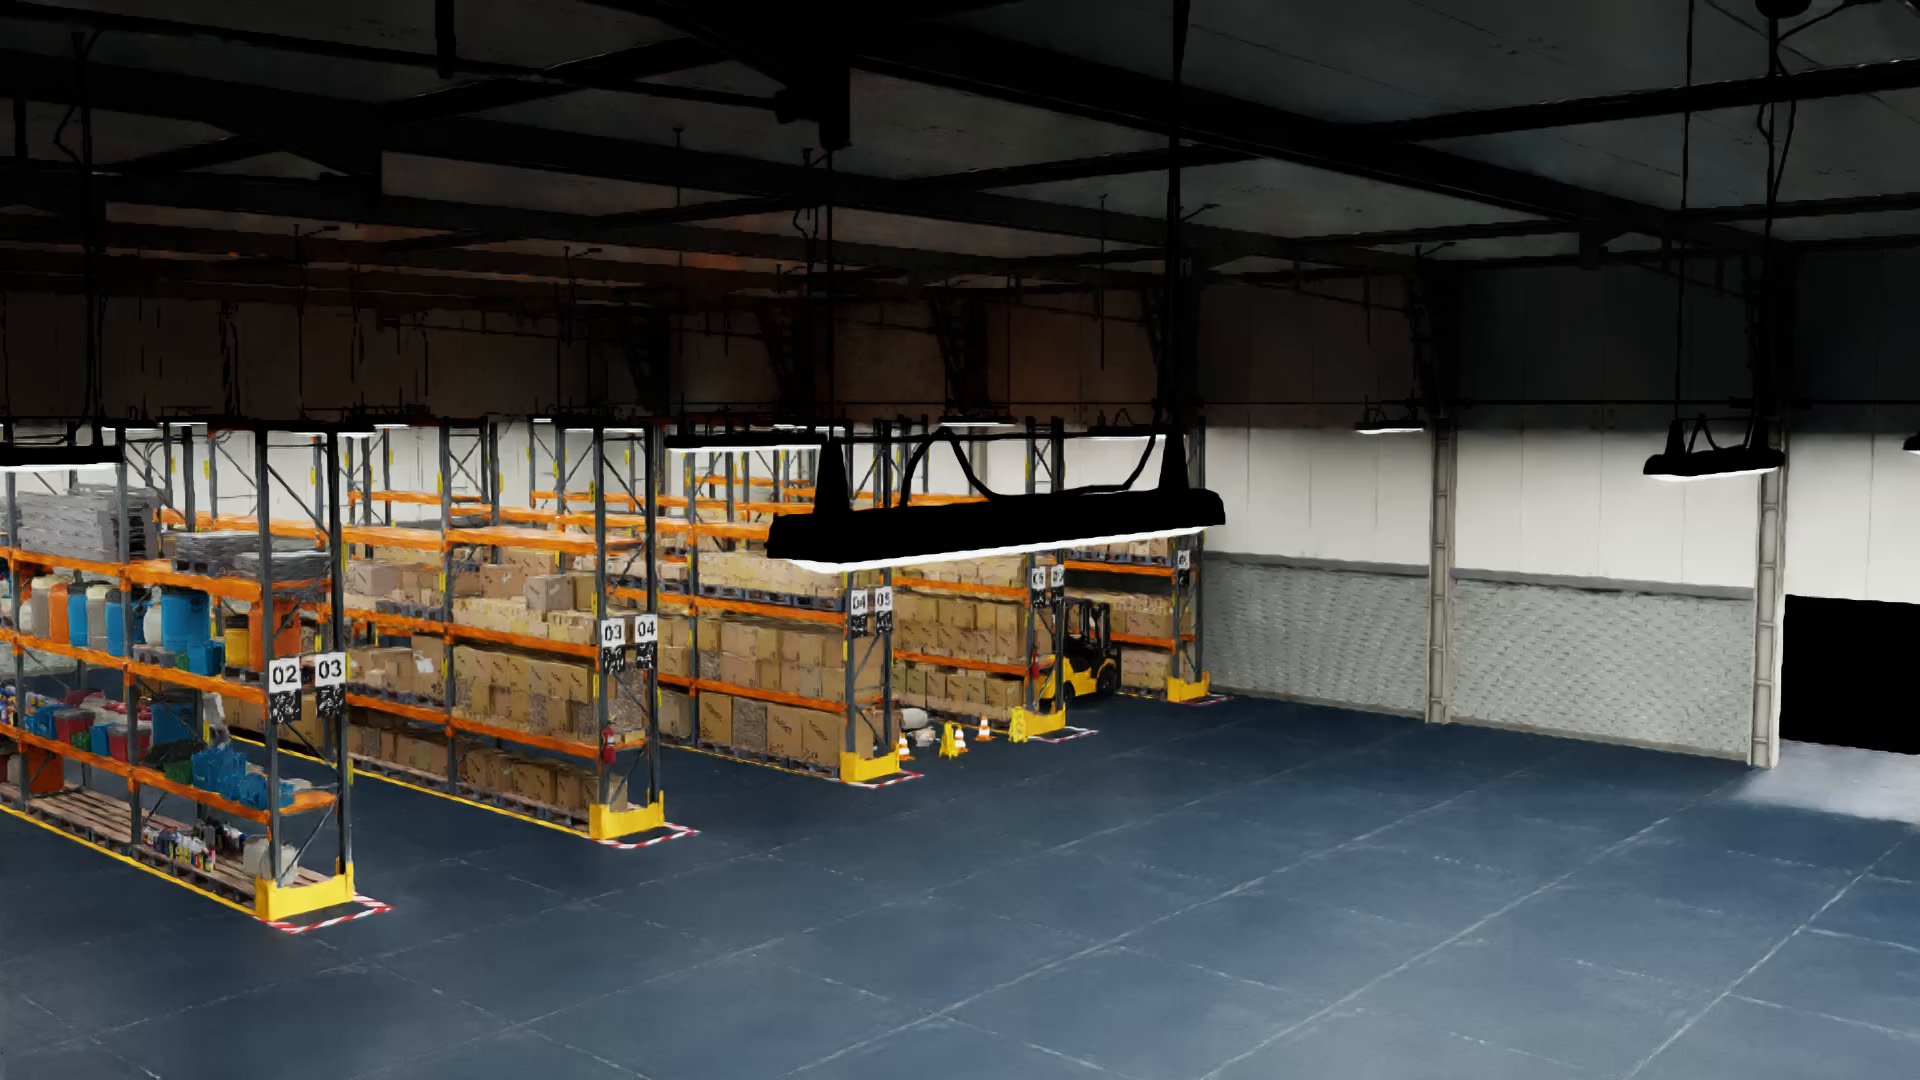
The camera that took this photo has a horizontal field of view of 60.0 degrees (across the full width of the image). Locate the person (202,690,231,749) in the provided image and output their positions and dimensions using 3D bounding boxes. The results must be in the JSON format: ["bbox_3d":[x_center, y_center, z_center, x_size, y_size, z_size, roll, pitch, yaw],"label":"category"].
[{"bbox_3d":[-12.753,3.190,28.419,0.459,1.561,0.407,1,5,11],"label":"person"}]
